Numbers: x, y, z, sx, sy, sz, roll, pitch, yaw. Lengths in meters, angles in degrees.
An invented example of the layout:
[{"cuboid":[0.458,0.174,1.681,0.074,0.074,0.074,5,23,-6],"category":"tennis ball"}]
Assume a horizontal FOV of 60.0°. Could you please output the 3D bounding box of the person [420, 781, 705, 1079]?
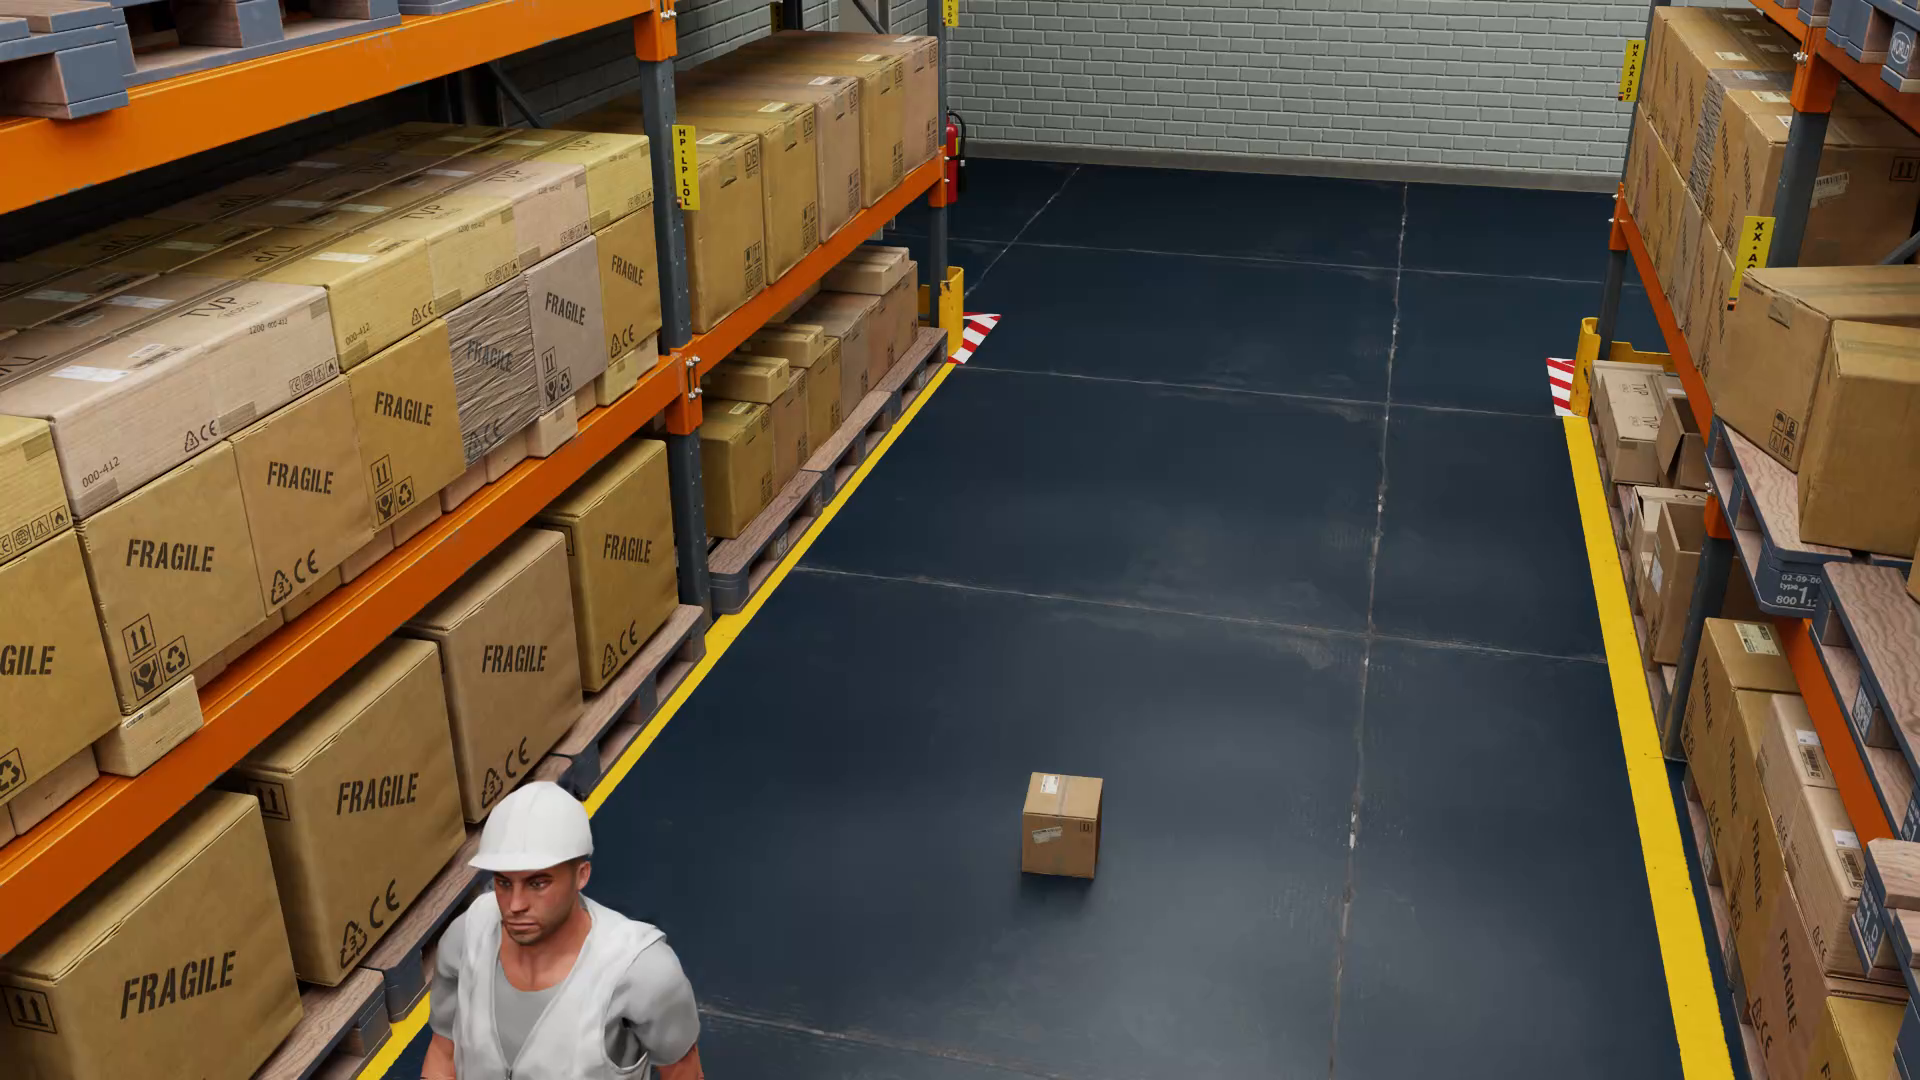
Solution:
[{"cuboid":[-0.831,1.287,3.331,0.527,1.739,1.039,11,27,22],"category":"person"}]
